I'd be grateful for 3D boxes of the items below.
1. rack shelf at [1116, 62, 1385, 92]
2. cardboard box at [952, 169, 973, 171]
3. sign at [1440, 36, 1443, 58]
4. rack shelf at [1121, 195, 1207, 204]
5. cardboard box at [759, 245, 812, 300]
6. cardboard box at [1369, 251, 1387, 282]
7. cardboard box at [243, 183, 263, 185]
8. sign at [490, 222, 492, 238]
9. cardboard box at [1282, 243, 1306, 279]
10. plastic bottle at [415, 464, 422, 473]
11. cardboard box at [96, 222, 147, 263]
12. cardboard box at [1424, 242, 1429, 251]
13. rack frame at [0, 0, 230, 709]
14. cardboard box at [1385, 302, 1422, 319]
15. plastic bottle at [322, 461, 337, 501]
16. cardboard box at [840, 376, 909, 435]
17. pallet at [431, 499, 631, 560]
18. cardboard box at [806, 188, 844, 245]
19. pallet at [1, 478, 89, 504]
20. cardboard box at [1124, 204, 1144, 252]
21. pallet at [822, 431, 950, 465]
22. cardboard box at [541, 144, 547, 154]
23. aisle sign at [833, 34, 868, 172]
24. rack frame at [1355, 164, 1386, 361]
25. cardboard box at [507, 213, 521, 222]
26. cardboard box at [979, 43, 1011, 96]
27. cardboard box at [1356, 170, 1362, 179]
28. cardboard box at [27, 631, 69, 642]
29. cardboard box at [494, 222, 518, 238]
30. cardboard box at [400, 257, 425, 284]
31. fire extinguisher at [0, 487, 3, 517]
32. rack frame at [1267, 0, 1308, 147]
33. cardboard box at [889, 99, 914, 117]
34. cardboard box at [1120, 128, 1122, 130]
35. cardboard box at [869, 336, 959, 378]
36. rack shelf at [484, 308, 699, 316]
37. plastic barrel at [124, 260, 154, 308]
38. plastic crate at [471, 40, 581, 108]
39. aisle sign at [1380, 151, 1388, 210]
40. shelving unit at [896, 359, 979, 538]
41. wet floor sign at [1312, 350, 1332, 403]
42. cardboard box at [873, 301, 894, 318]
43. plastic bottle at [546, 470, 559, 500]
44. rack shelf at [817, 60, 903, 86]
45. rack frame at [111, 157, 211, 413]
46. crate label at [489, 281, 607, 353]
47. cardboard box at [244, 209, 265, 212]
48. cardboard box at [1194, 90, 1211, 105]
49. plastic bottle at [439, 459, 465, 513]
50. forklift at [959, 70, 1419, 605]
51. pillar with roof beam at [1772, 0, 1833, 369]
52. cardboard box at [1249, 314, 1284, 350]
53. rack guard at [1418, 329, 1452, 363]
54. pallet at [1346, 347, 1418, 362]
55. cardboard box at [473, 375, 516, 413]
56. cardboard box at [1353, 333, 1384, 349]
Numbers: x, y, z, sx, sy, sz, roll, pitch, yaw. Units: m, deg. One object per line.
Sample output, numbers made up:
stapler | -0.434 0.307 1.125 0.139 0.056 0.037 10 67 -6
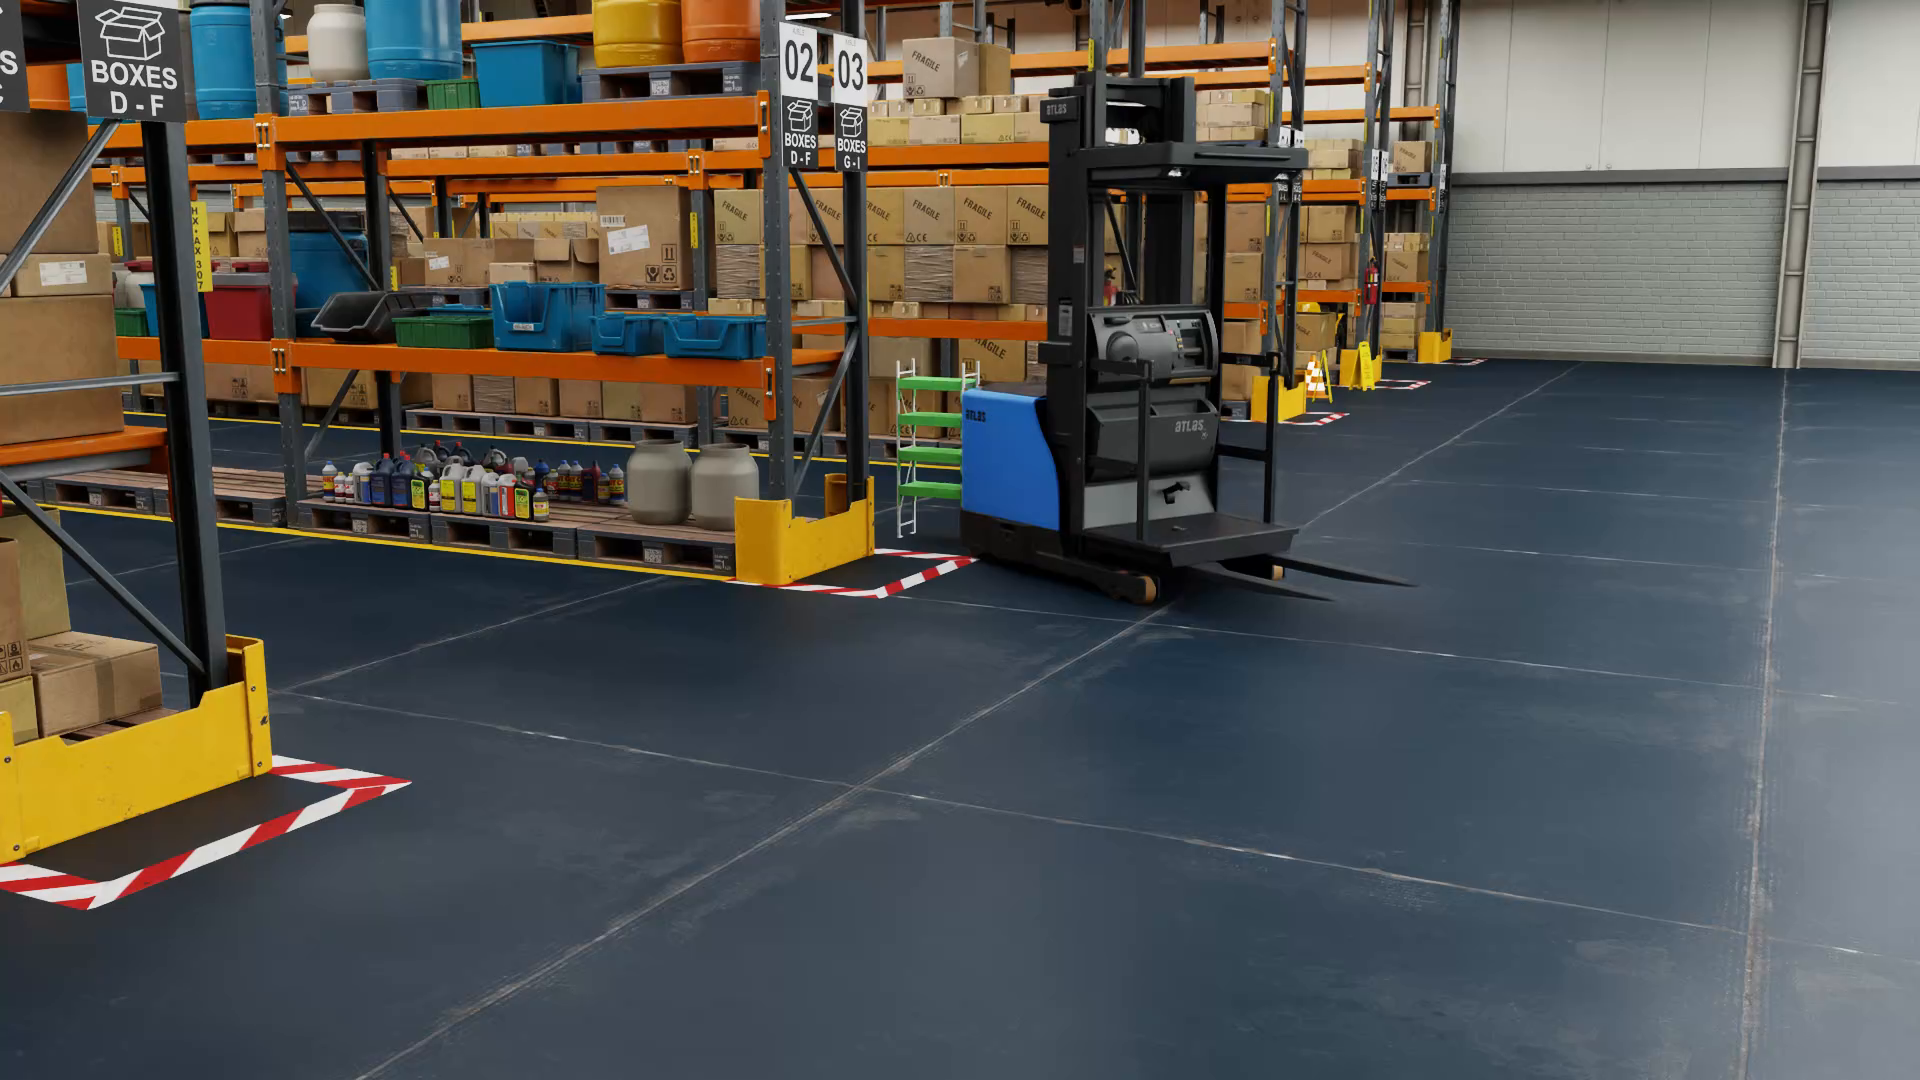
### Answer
rack shelf | 3.929 -6.442 23.584 4.000 0.370 1.077 5 11 26
cardboard box | -0.071 -5.729 25.751 0.637 0.503 0.797 5 11 26
sign | 7.663 -7.846 26.468 0.005 0.325 0.100 5 11 26
rack shelf | 2.535 -6.076 29.974 4.000 0.370 1.077 5 11 26
cardboard box | -1.440 -2.525 15.645 0.500 0.500 0.875 5 11 26
cardboard box | 6.897 -4.569 27.773 0.500 0.500 0.500 5 12 28
cardboard box | -10.436 -5.476 25.063 0.500 0.250 0.500 5 12 28
sign | -6.896 -4.493 24.384 0.005 0.325 0.100 5 11 26
cardboard box | 4.667 -3.922 23.363 0.500 0.500 0.500 5 11 26
plastic bottle | -3.717 -0.381 11.339 0.097 0.271 0.097 0 10 0
cardboard box | -9.954 -3.486 19.547 0.500 0.500 0.500 5 12 27
cardboard box | 7.726 -4.917 27.875 0.250 0.149 0.380 5 11 24
rack frame | -3.049 -0.523 5.698 0.127 3.000 1.000 5 11 26
cardboard box | 7.365 -3.813 27.609 0.500 0.250 0.500 5 12 28
plastic bottle | -4.349 -0.408 11.487 0.097 0.271 0.097 0 10 0
cardboard box | -0.800 -1.279 15.712 0.500 0.500 0.500 4 11 21
pallet | -2.759 -0.101 11.198 1.213 0.211 1.003 5 11 26
cardboard box | -1.061 -2.953 15.200 0.500 0.500 0.500 5 11 26
pallet | -7.350 -0.505 13.427 1.213 0.211 1.003 5 11 26
cardboard box | 2.331 -3.624 19.379 0.550 0.550 0.875 5 11 26
pallet | -0.533 -0.905 15.637 1.213 0.211 1.003 5 11 26
cardboard box | -4.401 -4.062 17.252 0.500 0.250 0.500 5 12 27
aisle sign | -0.659 -2.634 10.063 0.004 0.787 0.394 5 11 26
rack frame | 5.723 -3.688 23.183 0.127 3.000 1.000 5 11 26
cardboard box | -7.737 -5.671 29.231 0.250 0.149 0.380 5 11 24
cardboard box | 0.126 -4.183 14.976 0.500 0.500 0.500 5 11 26
cardboard box | 5.569 -5.118 23.369 0.250 0.149 0.380 5 11 26
cardboard box | -3.881 0.507 6.550 0.500 0.250 0.500 5 11 26
cardboard box | -7.855 -5.367 29.372 0.500 0.500 0.500 5 11 24
cardboard box | -6.152 -2.866 18.364 0.500 0.500 0.500 5 12 27
fire extinguisher | -3.148 -0.402 5.243 0.183 0.674 0.296 5 11 26
rack frame | 3.623 -5.841 18.237 0.127 3.000 1.000 5 11 26
cardboard box | -0.438 -3.808 14.728 0.250 0.149 0.380 4 11 23
cardboard box | 1.711 -4.807 19.069 0.500 0.250 0.500 5 11 26
cardboard box | -0.560 -2.339 20.866 0.750 0.750 1.050 5 11 26
rack shelf | -4.043 -2.224 17.115 4.000 0.370 1.077 5 11 26
plastic barrel | -6.248 -1.898 12.915 0.433 0.535 0.433 0 10 0
plastic crate | -2.697 -2.884 10.366 0.575 0.384 0.392 5 11 26
aisle sign | 5.916 -5.012 23.198 0.004 0.787 0.394 5 11 26
shelving unit | -0.148 -0.603 11.195 0.503 1.200 0.258 5 11 26
wet floor sign | 4.525 -2.045 20.715 0.232 0.644 0.267 3 11 16
cardboard box | -0.594 -2.103 15.133 0.250 0.149 0.380 5 11 26
plastic bottle | -2.828 -0.389 11.578 0.097 0.201 0.097 0 10 0
rack shelf | -1.758 -5.763 20.949 4.000 0.370 1.077 5 11 26
rack frame | -9.423 -3.051 19.663 0.127 3.000 1.000 5 11 26
crate label | -2.624 -1.433 10.627 0.616 0.435 0.502 5 11 26
cardboard box | -10.440 -4.760 25.183 0.500 0.500 0.500 5 11 25
cardboard box | 2.718 -4.902 18.478 0.250 0.149 0.380 5 12 27
plastic bottle | -3.350 -0.364 11.021 0.185 0.351 0.144 5 11 25
forklift | 1.257 -1.177 9.506 1.130 2.935 3.031 -7 12 -35
pillar with roof beam | 11.166 -6.471 21.718 0.400 9.000 9.100 5 11 26
cardboard box | 4.419 -2.972 23.667 0.500 0.500 0.500 6 12 28
rack guard | 7.937 -3.249 27.777 0.348 0.500 1.175 5 11 26
pallet | 7.211 -3.162 28.109 1.213 0.211 1.003 5 11 26
cardboard box | -4.724 -1.631 17.600 0.500 0.500 0.700 4 11 21
cardboard box | 6.913 -3.362 27.923 0.500 0.250 0.500 5 11 26
